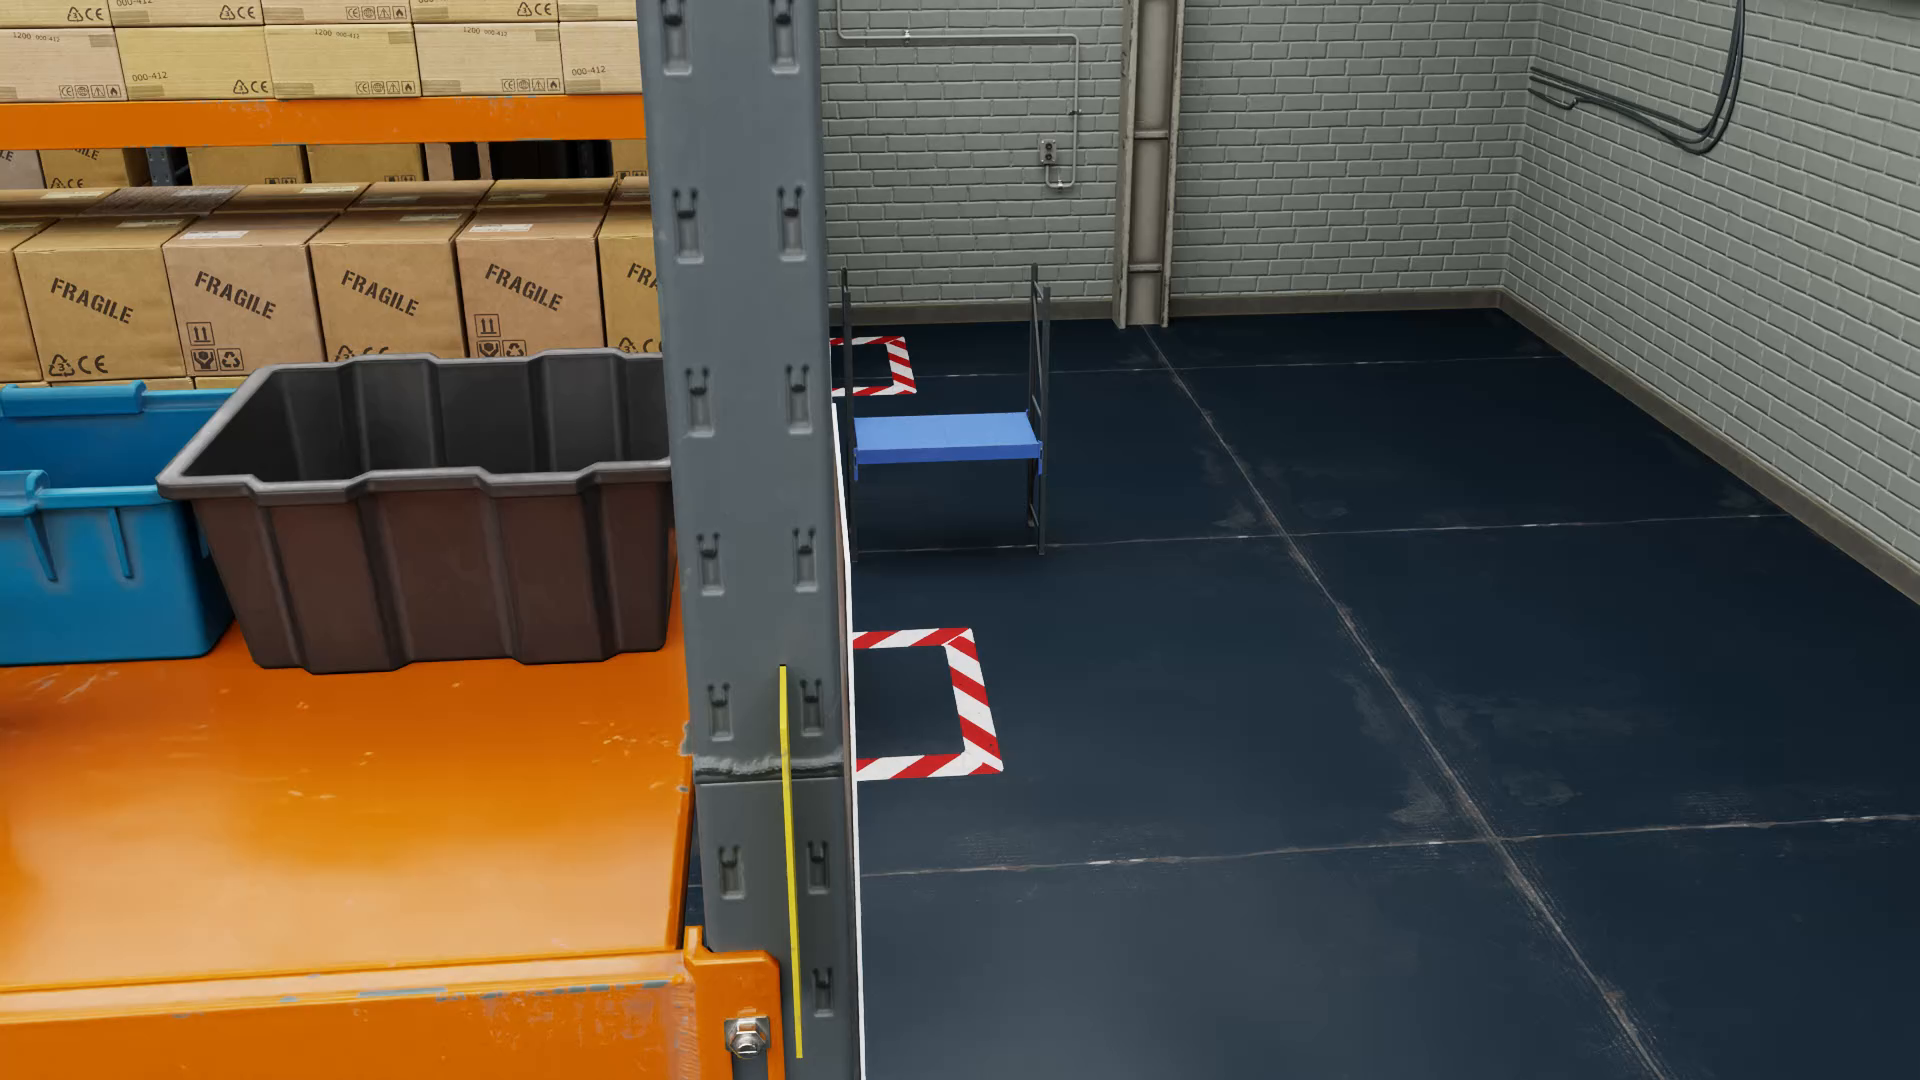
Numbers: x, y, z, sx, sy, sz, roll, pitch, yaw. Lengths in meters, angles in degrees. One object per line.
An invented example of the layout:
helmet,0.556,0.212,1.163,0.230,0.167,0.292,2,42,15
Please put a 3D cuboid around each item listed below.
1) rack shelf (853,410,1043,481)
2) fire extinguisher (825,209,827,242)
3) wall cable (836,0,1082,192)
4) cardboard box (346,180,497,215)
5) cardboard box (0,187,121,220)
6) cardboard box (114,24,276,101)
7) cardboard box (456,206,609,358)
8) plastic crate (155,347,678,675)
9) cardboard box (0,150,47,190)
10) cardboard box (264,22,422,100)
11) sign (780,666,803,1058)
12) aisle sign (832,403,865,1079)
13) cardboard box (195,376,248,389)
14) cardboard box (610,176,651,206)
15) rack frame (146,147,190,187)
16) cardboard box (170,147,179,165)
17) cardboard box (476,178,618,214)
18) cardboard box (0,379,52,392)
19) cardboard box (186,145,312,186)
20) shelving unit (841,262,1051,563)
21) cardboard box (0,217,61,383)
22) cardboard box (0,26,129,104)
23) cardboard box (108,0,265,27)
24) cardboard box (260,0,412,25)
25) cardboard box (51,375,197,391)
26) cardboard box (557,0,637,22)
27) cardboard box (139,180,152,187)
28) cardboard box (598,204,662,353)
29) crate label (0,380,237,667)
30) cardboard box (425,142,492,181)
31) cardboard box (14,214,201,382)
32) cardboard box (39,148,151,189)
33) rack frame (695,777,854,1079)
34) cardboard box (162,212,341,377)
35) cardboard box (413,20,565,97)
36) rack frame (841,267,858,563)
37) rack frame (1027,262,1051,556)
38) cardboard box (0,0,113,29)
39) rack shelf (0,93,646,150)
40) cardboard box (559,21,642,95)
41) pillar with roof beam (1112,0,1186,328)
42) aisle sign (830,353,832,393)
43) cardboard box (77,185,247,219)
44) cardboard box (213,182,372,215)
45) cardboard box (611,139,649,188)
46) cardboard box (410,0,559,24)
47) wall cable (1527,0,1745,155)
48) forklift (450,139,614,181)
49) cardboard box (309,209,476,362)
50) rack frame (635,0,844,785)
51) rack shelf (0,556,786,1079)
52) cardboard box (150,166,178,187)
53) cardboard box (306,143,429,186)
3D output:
rack shelf,-0.085,-0.518,9.011,1.000,0.185,0.538,-2,24,-5
fire extinguisher,-0.989,-2.246,11.165,0.183,0.674,0.296,-2,24,-5
wall cable,-0.003,-3.530,12.248,1.851,1.984,0.084,-2,24,-5
cardboard box,-2.179,-1.180,6.857,0.500,0.500,0.500,-2,24,-4
cardboard box,-3.687,-1.120,6.722,0.500,0.500,0.500,-3,24,-6
cardboard box,-2.673,-1.751,5.988,0.500,0.250,0.500,-2,24,-5
cardboard box,-1.612,-0.983,6.415,0.500,0.500,0.500,-2,24,-4
plastic crate,-0.621,-0.036,2.106,0.590,0.269,0.497,-2,24,-5
cardboard box,-6.106,-2.519,10.710,0.500,0.500,0.500,-2,24,-5
cardboard box,-2.174,-1.765,6.018,0.500,0.250,0.500,-2,24,-5
sign,-0.140,0.271,1.383,0.005,0.325,0.100,-2,24,-5
aisle sign,-0.110,0.300,1.682,0.004,0.787,0.394,-2,24,-5
cardboard box,-2.627,-0.488,6.532,0.500,0.500,0.500,-3,24,-6
cardboard box,-1.161,-1.222,6.951,0.500,0.500,0.500,-2,24,-4
rack frame,-5.165,-2.473,11.120,0.127,3.000,1.000,-2,24,-5
cardboard box,-5.647,-2.747,11.223,0.500,0.500,0.500,-3,24,-7
cardboard box,-1.681,-1.198,6.898,0.500,0.500,0.500,-2,24,-5
cardboard box,-3.631,-0.448,6.442,0.500,0.500,0.500,-2,24,-4
cardboard box,-4.623,-2.625,11.093,0.700,0.700,0.980,-2,24,-4
shelving unit,-0.085,-0.682,8.938,1.048,1.500,0.538,-2,24,-5
cardboard box,-3.664,-0.899,6.225,0.500,0.500,0.500,-3,24,-7
cardboard box,-3.170,-1.730,5.940,0.500,0.250,0.500,-2,24,-5
cardboard box,-2.672,-1.976,5.879,0.500,0.250,0.500,-2,24,-5
cardboard box,-2.175,-1.999,5.930,0.500,0.250,0.500,-2,24,-5
cardboard box,-3.133,-0.467,6.485,0.500,0.500,0.500,-2,24,-5
cardboard box,-1.180,-2.037,6.017,0.500,0.250,0.500,-2,24,-5
cardboard box,-5.473,-2.239,10.879,0.250,0.149,0.380,-2,24,-5
cardboard box,-1.109,-1.004,6.461,0.500,0.500,0.500,-3,24,-6
crate label,-1.160,-0.024,2.102,0.502,0.251,0.408,-2,24,-5
cardboard box,-3.173,-2.685,11.228,0.700,0.700,0.980,-3,24,-8
cardboard box,-3.153,-0.919,6.271,0.500,0.500,0.500,-3,24,-7
cardboard box,-5.599,-2.543,10.765,0.500,0.500,0.500,-3,24,-6
rack frame,-0.210,1.372,2.470,0.127,3.000,1.000,-2,24,-5
cardboard box,-2.639,-0.940,6.318,0.500,0.500,0.500,-2,24,-4
cardboard box,-1.678,-1.790,6.075,0.500,0.250,0.500,-2,24,-5
rack frame,-0.591,-0.662,8.892,0.032,1.500,0.500,-2,24,-5
rack frame,0.421,-0.702,8.983,0.032,1.500,0.500,-2,24,-5
cardboard box,-3.170,-1.956,5.834,0.500,0.250,0.500,-2,24,-5
rack shelf,-2.684,-1.592,6.332,4.000,0.370,1.077,-2,24,-5
cardboard box,-1.179,-1.805,6.110,0.500,0.250,0.500,-2,24,-5
pillar with roof beam,1.841,-4.091,7.375,0.400,9.000,9.100,-2,24,-5
aisle sign,-0.168,0.061,2.219,0.004,0.787,0.394,-2,24,-5
cardboard box,-3.185,-1.140,6.767,0.500,0.500,0.500,-2,24,-5
cardboard box,-2.684,-1.159,6.811,0.500,0.500,0.500,-3,24,-6
cardboard box,-2.414,-2.711,11.288,0.700,0.700,0.980,-2,24,-6
cardboard box,-1.677,-2.017,5.971,0.500,0.250,0.500,-2,24,-5
wall cable,4.480,-4.036,11.074,0.112,2.526,3.097,-2,24,-5
forklift,-2.636,-1.471,8.951,3.031,2.935,1.130,3,24,6
cardboard box,-2.128,-0.961,6.364,0.500,0.500,0.500,-2,24,-4
rack frame,-0.210,-1.369,1.252,0.127,3.000,1.000,-2,24,-5
rack shelf,-2.201,0.410,1.827,4.000,0.370,1.077,-2,24,-5
cardboard box,-5.518,-2.434,11.317,0.250,0.149,0.380,-3,24,-7
cardboard box,-3.896,-2.652,11.154,0.700,0.700,0.980,-3,24,-6
